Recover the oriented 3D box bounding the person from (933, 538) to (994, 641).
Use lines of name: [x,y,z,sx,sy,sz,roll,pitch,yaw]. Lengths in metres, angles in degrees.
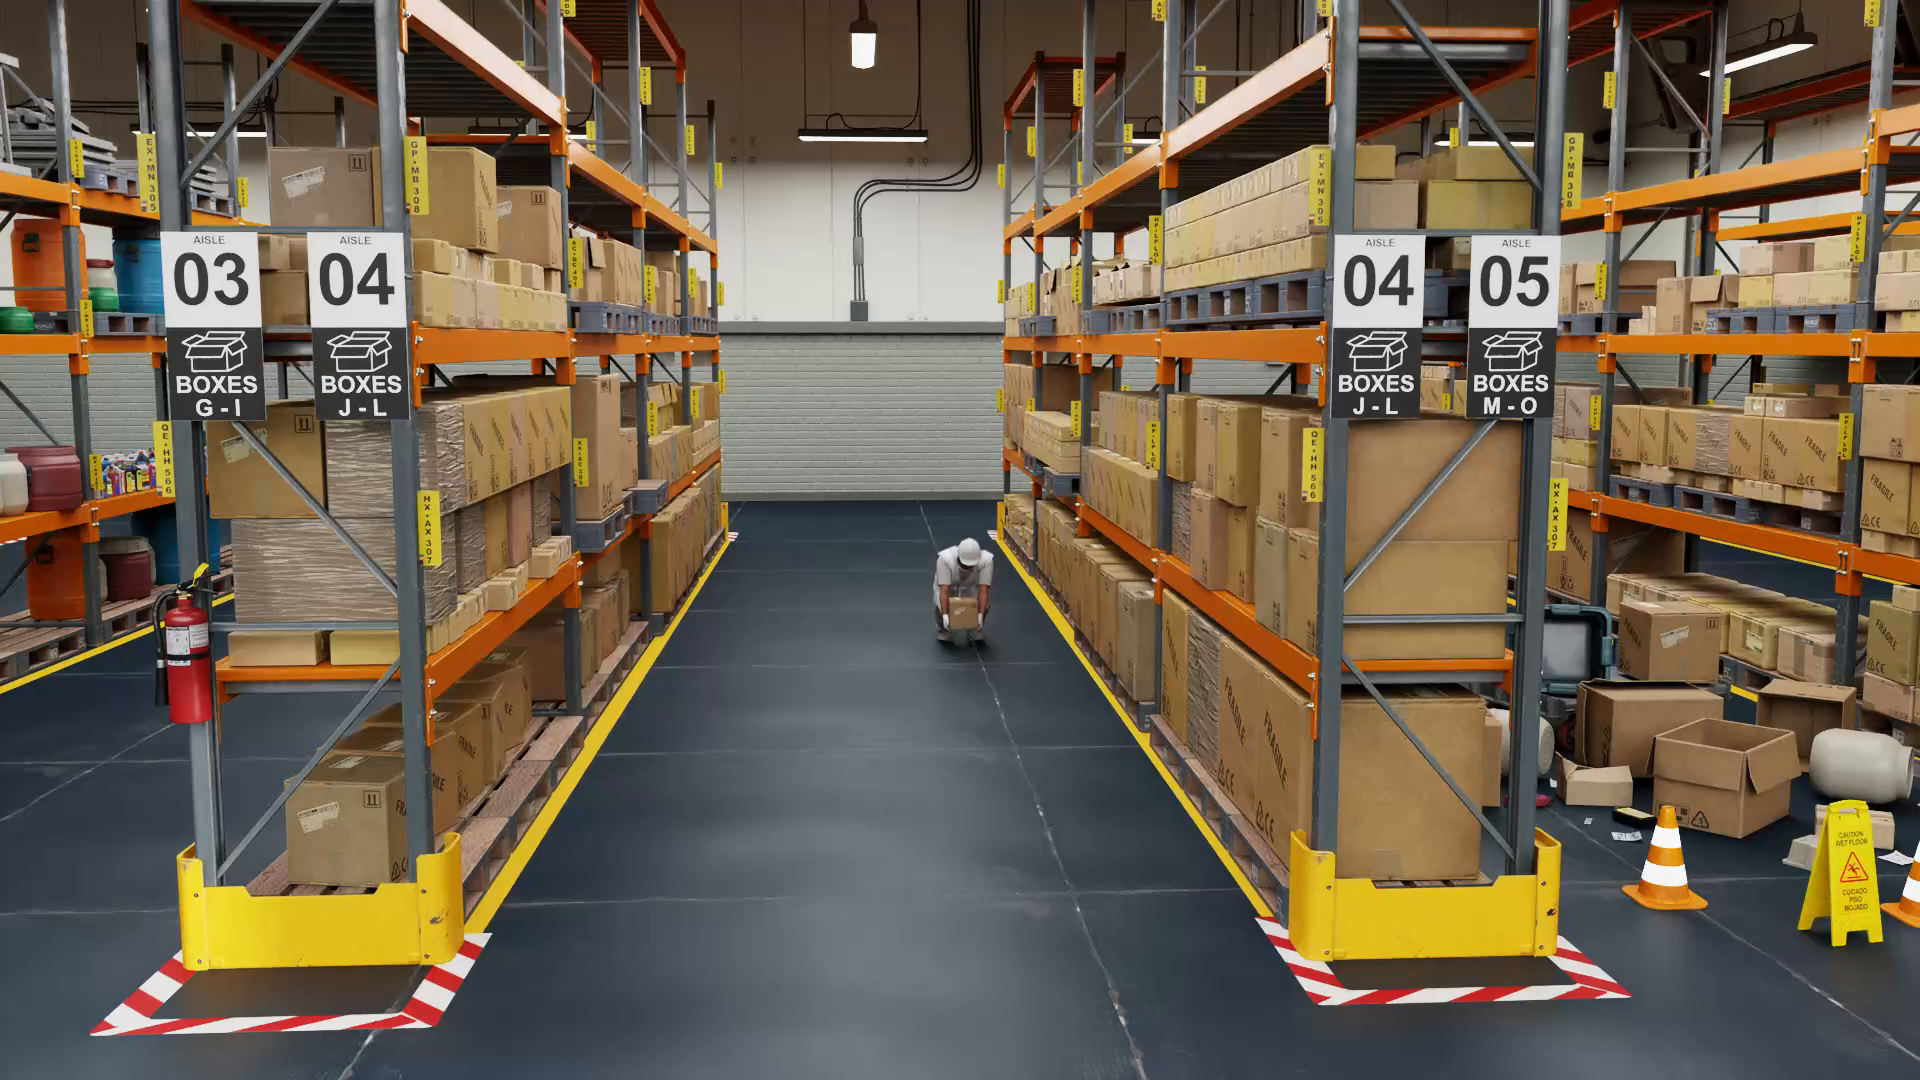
person: [0.029,0.446,15.241,0.559,1.005,0.914,-1,7,-5]
